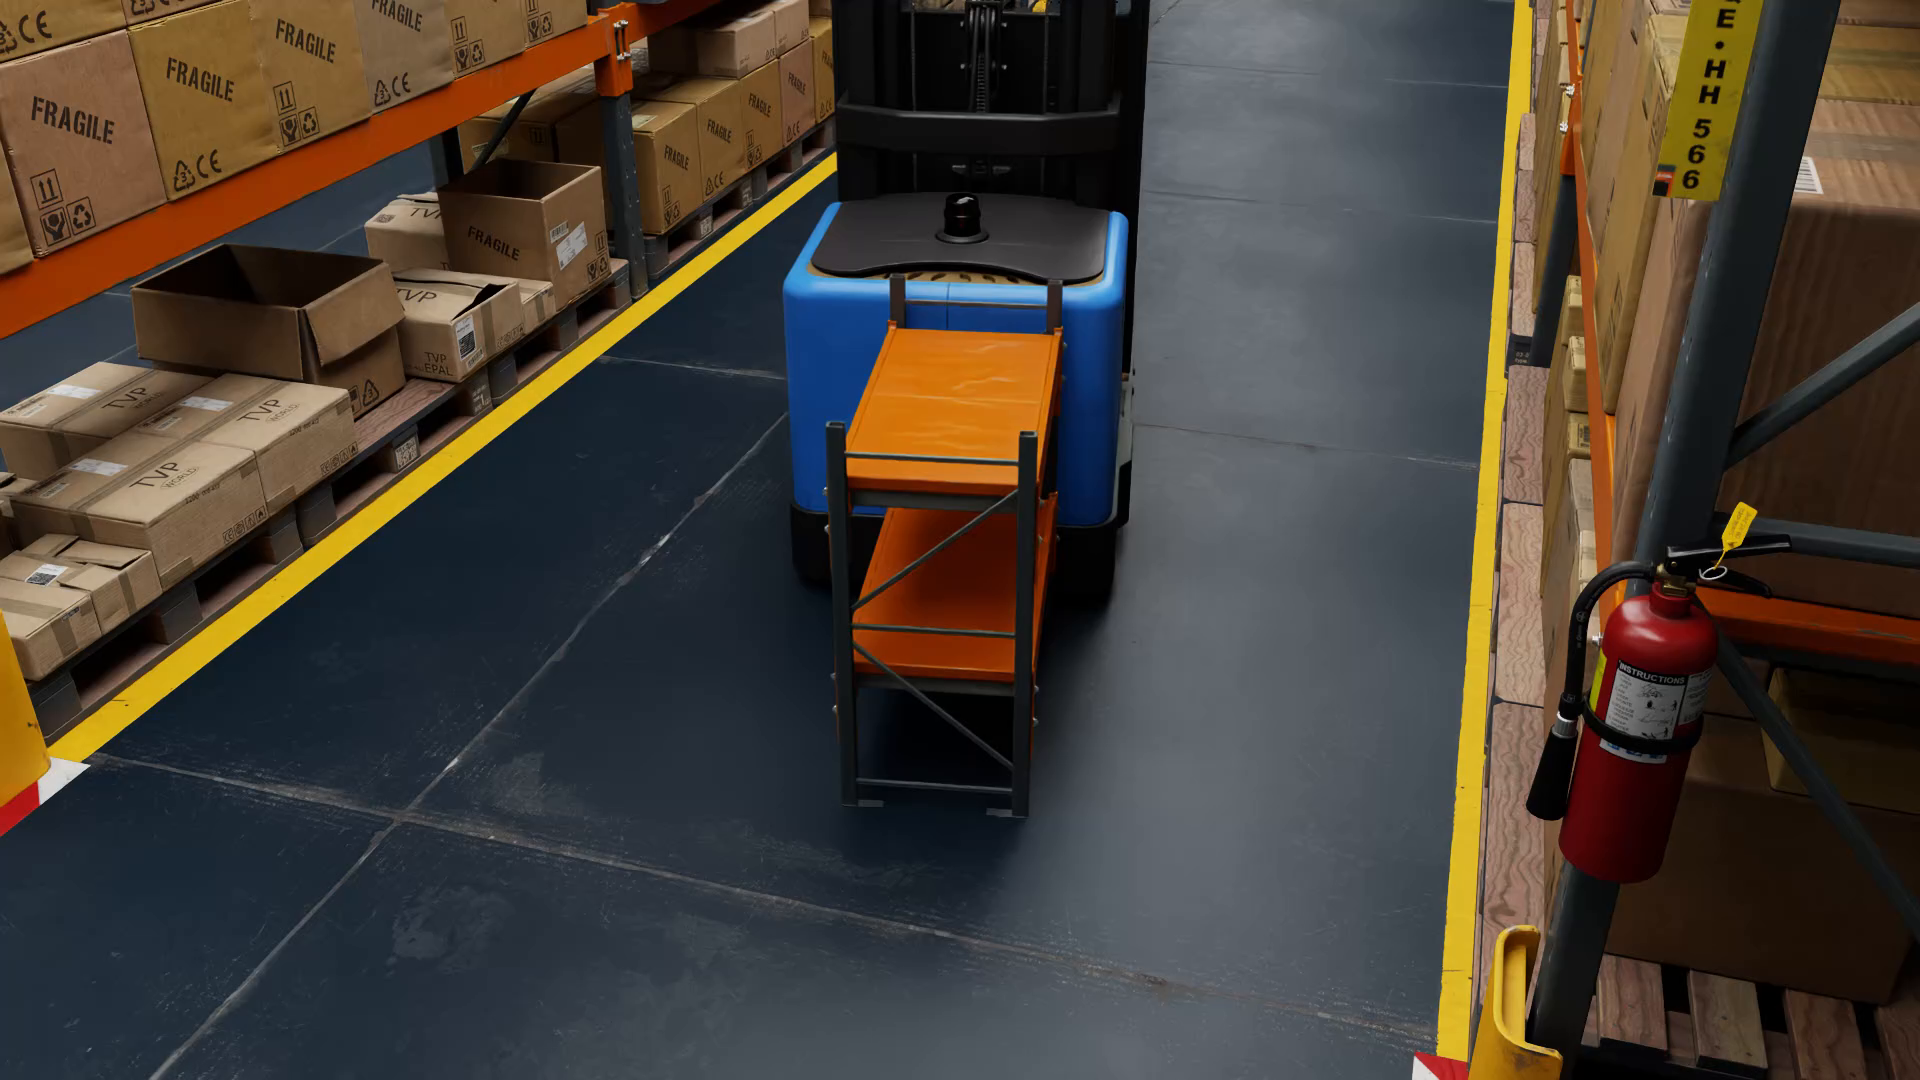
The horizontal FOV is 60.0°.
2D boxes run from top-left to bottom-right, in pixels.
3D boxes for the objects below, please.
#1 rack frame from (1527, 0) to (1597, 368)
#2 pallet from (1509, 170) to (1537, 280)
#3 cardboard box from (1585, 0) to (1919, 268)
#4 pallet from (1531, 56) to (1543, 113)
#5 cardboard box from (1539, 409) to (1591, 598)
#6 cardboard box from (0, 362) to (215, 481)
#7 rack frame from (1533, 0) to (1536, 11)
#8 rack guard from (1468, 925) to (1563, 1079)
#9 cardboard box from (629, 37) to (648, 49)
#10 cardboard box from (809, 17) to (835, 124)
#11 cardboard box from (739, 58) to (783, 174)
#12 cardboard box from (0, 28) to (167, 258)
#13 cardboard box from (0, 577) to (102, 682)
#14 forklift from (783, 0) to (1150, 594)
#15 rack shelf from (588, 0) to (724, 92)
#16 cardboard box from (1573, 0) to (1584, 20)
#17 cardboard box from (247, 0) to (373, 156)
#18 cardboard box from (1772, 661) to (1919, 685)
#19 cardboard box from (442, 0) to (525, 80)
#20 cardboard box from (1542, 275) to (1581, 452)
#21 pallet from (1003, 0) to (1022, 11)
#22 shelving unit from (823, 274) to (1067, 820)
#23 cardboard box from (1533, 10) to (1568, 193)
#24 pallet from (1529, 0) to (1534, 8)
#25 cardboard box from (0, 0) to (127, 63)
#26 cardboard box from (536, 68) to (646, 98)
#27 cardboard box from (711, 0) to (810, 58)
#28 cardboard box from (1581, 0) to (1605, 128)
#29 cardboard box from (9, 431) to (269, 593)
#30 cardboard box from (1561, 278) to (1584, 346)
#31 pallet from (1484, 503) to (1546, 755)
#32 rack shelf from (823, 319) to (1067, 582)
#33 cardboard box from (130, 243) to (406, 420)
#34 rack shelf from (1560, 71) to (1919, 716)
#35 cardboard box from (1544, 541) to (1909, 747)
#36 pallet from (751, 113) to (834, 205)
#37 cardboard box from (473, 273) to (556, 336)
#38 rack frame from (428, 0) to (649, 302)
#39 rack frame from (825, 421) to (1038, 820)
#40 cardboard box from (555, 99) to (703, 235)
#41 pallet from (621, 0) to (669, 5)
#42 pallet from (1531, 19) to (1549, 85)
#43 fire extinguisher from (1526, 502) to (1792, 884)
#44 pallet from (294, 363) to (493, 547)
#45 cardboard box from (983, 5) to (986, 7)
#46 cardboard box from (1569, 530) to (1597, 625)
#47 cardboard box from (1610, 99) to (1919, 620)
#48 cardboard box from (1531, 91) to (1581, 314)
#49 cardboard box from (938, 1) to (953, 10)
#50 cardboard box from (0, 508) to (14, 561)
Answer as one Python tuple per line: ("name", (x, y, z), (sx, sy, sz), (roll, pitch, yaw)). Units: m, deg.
("rack frame", (2.773, -1.817, 5.930), (1.000, 3.000, 0.127), (8, 30, 15))
("pallet", (3.284, -1.536, 8.294), (1.003, 0.211, 1.213), (8, 30, 15))
("cardboard box", (2.174, -1.020, 4.189), (0.980, 0.700, 0.700), (7, 30, 12))
("pallet", (4.178, -2.820, 10.602), (1.003, 0.211, 1.213), (8, 30, 15))
("cardboard box", (2.152, -0.104, 4.990), (0.700, 0.500, 0.500), (9, 30, 16))
("cardboard box", (-2.906, -0.379, 5.721), (0.500, 0.250, 0.500), (8, 30, 15))
("rack frame", (5.121, -5.534, 12.613), (1.000, 3.000, 0.127), (8, 30, 15))
("rack guard", (1.592, 1.146, 3.176), (1.175, 0.500, 0.348), (8, 30, 15))
("cardboard box", (-1.645, -2.590, 9.439), (0.500, 0.500, 0.500), (7, 30, 13))
("cardboard box", (-0.992, -2.772, 9.766), (0.500, 0.500, 0.500), (7, 30, 13))
("cardboard box", (-1.289, -2.292, 8.904), (0.500, 0.500, 0.500), (9, 30, 15))
("cardboard box", (-2.609, -1.116, 4.567), (0.500, 0.500, 0.500), (8, 30, 14))
("cardboard box", (-2.686, 0.245, 4.704), (0.380, 0.149, 0.250), (8, 30, 15))
("forklift", (0.131, -1.801, 5.973), (1.130, 2.935, 3.031), (3, 29, 6))
("rack shelf", (-1.377, -3.137, 9.043), (1.077, 0.370, 4.000), (8, 30, 15))
("cardboard box", (2.793, -2.279, 6.999), (0.380, 0.149, 0.250), (9, 30, 15))
("cardboard box", (-2.311, -1.581, 5.403), (0.500, 0.500, 0.500), (9, 30, 16))
("cardboard box", (2.011, 0.179, 3.814), (0.380, 0.149, 0.250), (9, 30, 15))
("cardboard box", (-2.015, -2.057, 6.259), (0.500, 0.500, 0.500), (9, 30, 16))
("cardboard box", (2.455, -0.575, 5.837), (0.700, 0.500, 0.500), (9, 30, 16))
("pallet", (-0.151, -4.104, 12.911), (1.003, 0.211, 1.213), (8, 30, 15))
("shelving unit", (-0.011, -0.015, 4.620), (0.538, 1.125, 1.048), (3, 29, 6))
("cardboard box", (3.342, -2.190, 8.381), (0.750, 0.750, 0.750), (8, 30, 15))
("pallet", (5.284, -4.633, 13.861), (1.003, 0.211, 1.213), (8, 30, 15))
("cardboard box", (-2.609, -1.556, 4.330), (0.500, 0.500, 0.500), (9, 30, 15))
("cardboard box", (-1.940, -2.120, 8.595), (0.500, 0.500, 0.500), (9, 30, 15))
("cardboard box", (-1.149, -2.837, 9.112), (0.500, 0.250, 0.500), (8, 30, 14))
("cardboard box", (2.598, -1.698, 5.408), (0.980, 0.700, 0.700), (9, 30, 16))
("cardboard box", (-2.560, -0.098, 5.217), (0.500, 0.250, 0.500), (8, 30, 15))
("cardboard box", (2.180, -0.725, 5.440), (0.380, 0.149, 0.250), (10, 30, 17))
("pallet", (2.119, 0.313, 4.970), (1.003, 0.211, 1.213), (8, 30, 15))
("rack shelf", (-0.011, -0.271, 4.478), (0.538, 0.278, 1.000), (3, 29, 6))
("cardboard box", (-2.510, -0.749, 6.127), (0.797, 0.503, 0.637), (8, 30, 15))
("rack shelf", (2.186, -0.573, 4.434), (1.077, 0.370, 4.000), (8, 30, 15))
("cardboard box", (1.855, 0.379, 4.123), (0.700, 0.500, 0.500), (8, 30, 15))
("pallet", (-1.405, -2.255, 9.587), (1.003, 0.211, 1.213), (8, 30, 15))
("cardboard box", (-1.913, -0.980, 6.906), (0.380, 0.149, 0.250), (8, 30, 15))
("rack frame", (-1.964, -2.522, 7.198), (1.000, 3.000, 0.127), (8, 30, 15))
("rack frame", (-0.068, 0.230, 4.179), (0.500, 1.125, 0.032), (3, 29, 6))
("cardboard box", (-1.589, -1.812, 8.040), (0.500, 0.500, 0.500), (7, 30, 13))
("pallet", (-1.625, -2.794, 7.884), (1.003, 0.211, 1.213), (8, 30, 15))
("pallet", (4.538, -3.385, 11.618), (1.003, 0.211, 1.213), (8, 30, 15))
("fire extinguisher", (1.113, 0.243, 2.690), (0.296, 0.674, 0.183), (8, 30, 15))
("pallet", (-2.523, -0.415, 6.280), (1.003, 0.211, 1.213), (8, 30, 15))
("cardboard box", (-0.062, -4.040, 12.324), (0.500, 0.250, 0.500), (8, 30, 14))
("cardboard box", (1.646, 0.123, 3.915), (0.380, 0.149, 0.250), (9, 30, 16))
("cardboard box", (1.739, -0.327, 2.944), (0.980, 0.700, 0.700), (10, 31, 17))
("cardboard box", (2.839, -1.381, 6.927), (0.750, 0.750, 0.750), (9, 30, 15))
("cardboard box", (-0.355, -3.564, 11.468), (0.500, 0.250, 0.500), (8, 30, 15))
("cardboard box", (-3.214, -0.051, 4.874), (0.500, 0.500, 0.500), (8, 30, 15))
